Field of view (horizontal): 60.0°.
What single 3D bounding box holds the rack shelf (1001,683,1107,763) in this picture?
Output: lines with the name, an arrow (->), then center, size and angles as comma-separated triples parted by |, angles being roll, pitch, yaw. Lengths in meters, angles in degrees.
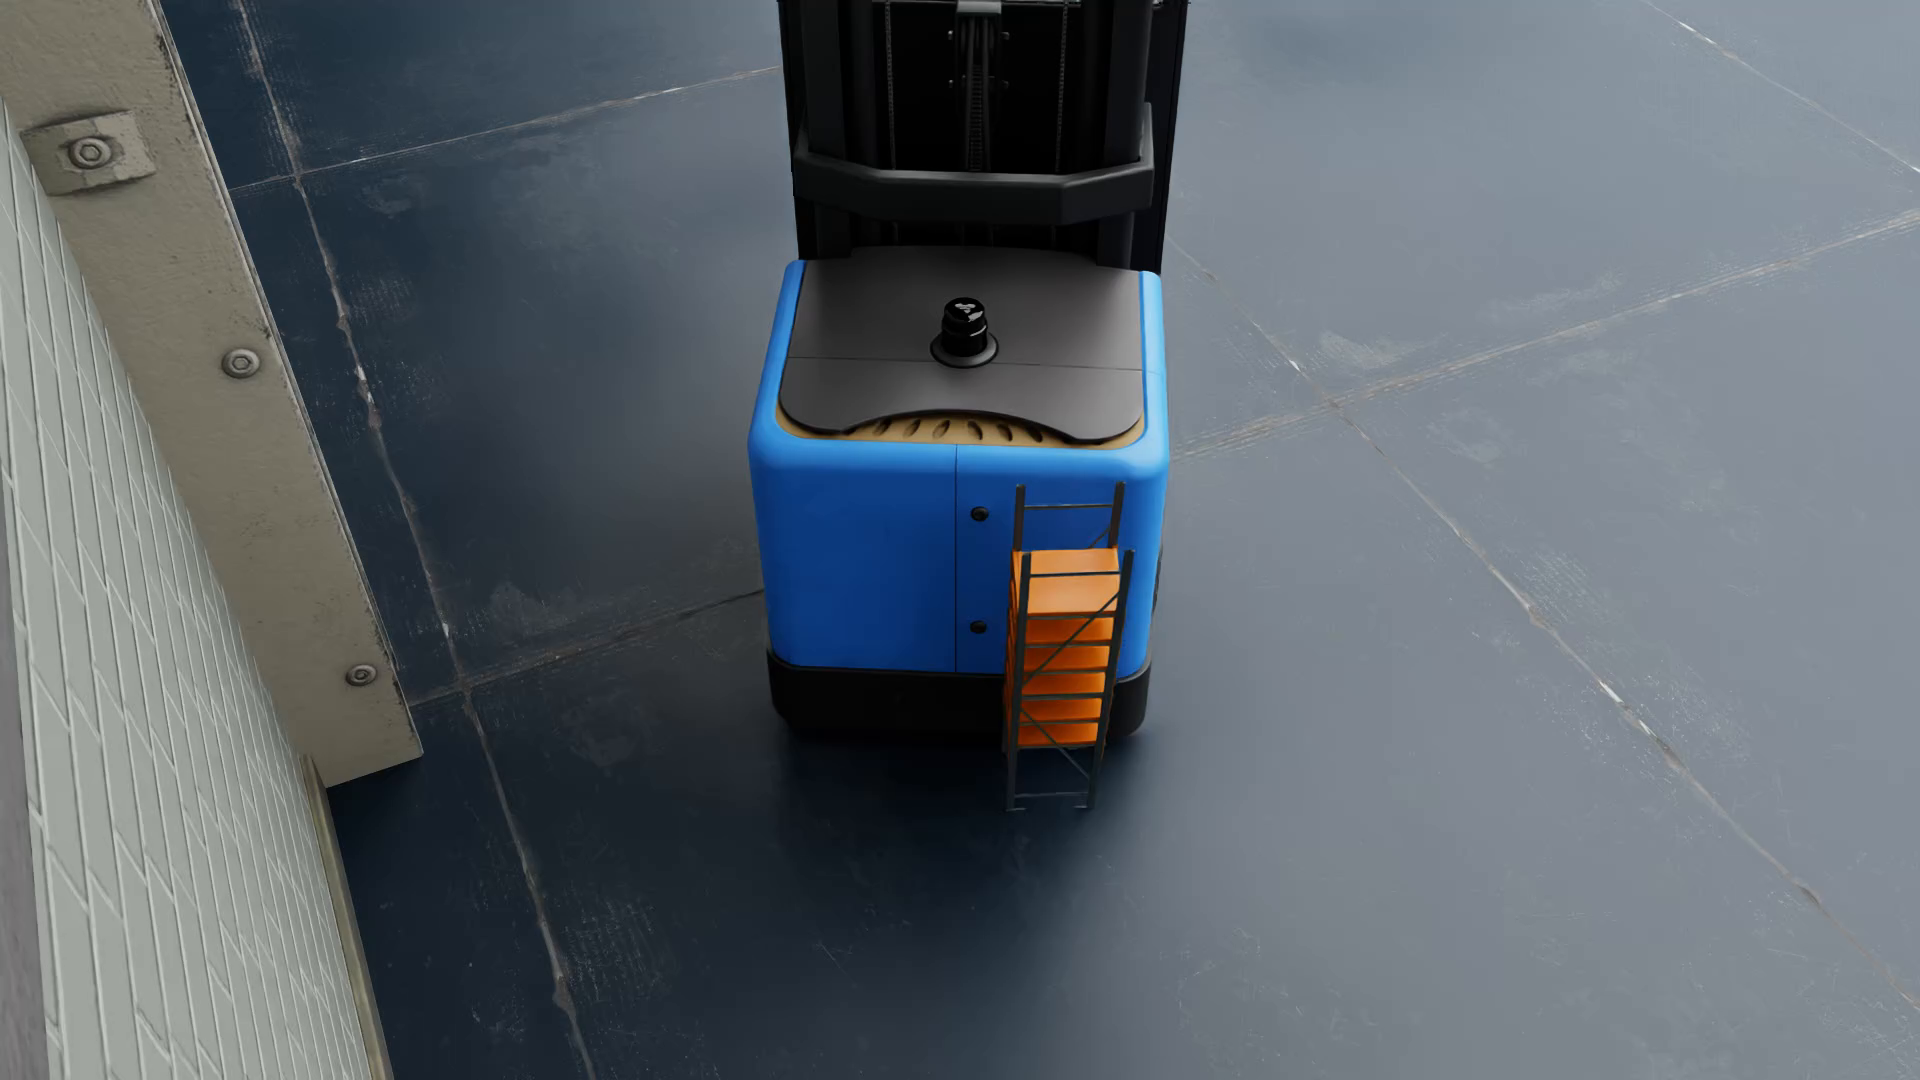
rack shelf -> 0.241, 0.470, 4.307 | 0.258, 0.103, 0.180 | -2, 54, -2

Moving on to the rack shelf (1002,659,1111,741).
rack shelf -> 0.242, 0.400, 4.210 | 0.258, 0.103, 0.180 | -2, 54, -2

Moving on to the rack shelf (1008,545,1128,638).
rack shelf -> 0.246, 0.118, 3.821 | 0.258, 0.103, 0.180 | -2, 54, -2

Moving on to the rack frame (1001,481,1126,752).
rack frame -> 0.239, 0.229, 4.130 | 0.240, 1.200, 0.006 | -2, 54, -2

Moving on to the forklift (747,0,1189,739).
forklift -> 0.074, -1.520, 4.704 | 1.130, 2.935, 3.031 | 2, 45, 2

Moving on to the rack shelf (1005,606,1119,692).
rack shelf -> 0.244, 0.259, 4.016 | 0.258, 0.103, 0.180 | -2, 54, -2

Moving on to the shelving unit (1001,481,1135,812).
shelving unit -> 0.243, 0.303, 4.077 | 0.258, 1.200, 0.189 | -2, 54, -2

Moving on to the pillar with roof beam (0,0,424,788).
pillar with roof beam -> 2.187, -3.955, 2.851 | 9.100, 9.000, 0.400 | -18, 47, -17

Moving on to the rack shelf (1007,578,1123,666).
rack shelf -> 0.245, 0.188, 3.919 | 0.258, 0.103, 0.180 | -2, 54, -2

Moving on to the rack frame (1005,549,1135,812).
rack frame -> 0.247, 0.377, 4.023 | 0.240, 1.200, 0.006 | -2, 54, -2

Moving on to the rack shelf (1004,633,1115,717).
rack shelf -> 0.243, 0.329, 4.113 | 0.258, 0.103, 0.180 | -2, 54, -2
